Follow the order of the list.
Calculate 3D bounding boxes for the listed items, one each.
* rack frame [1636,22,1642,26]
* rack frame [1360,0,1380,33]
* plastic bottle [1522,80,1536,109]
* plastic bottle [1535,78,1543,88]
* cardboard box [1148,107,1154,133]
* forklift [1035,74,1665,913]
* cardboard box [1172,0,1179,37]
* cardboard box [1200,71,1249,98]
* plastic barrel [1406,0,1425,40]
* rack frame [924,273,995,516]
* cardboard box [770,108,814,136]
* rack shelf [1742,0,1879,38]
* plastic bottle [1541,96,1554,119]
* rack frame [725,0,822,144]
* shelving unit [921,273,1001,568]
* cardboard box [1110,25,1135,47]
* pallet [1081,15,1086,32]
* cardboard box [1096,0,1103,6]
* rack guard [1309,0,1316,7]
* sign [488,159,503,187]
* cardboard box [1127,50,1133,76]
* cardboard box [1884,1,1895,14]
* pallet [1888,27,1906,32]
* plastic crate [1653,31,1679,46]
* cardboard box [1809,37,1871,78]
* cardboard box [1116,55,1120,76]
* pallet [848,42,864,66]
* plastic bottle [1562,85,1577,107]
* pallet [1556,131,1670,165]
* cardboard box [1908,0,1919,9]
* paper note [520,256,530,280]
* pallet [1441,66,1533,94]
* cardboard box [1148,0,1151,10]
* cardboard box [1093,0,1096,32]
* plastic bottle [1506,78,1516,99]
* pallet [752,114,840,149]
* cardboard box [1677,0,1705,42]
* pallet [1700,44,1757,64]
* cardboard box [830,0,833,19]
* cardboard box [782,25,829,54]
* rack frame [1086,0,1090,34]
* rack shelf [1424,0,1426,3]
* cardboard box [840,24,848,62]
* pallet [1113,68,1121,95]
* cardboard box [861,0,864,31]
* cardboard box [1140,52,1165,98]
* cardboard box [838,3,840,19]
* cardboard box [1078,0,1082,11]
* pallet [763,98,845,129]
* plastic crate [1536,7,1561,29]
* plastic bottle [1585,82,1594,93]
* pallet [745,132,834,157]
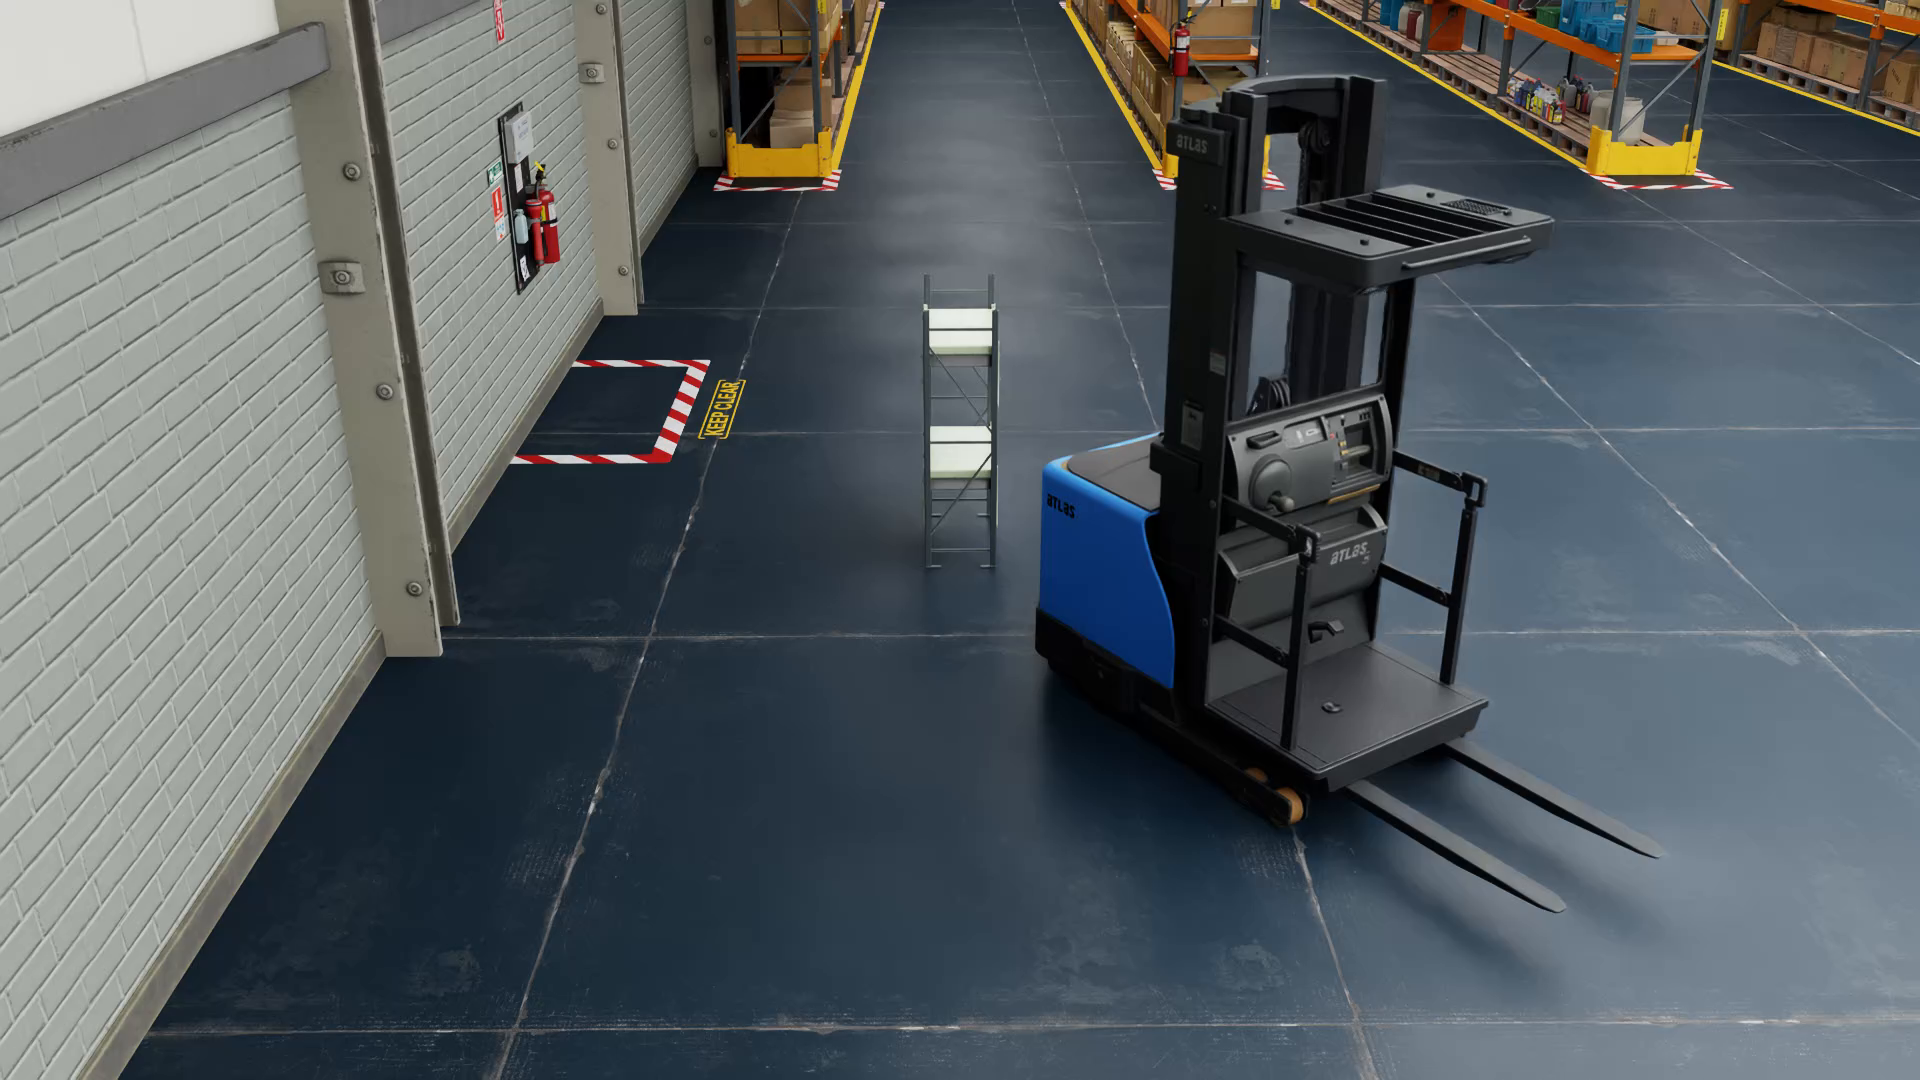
[{"bbox_3d":[12.674,-10.529,29.390,1.000,3.000,0.127,0,24,-1],"label":"rack frame"},{"bbox_3d":[7.721,-10.507,29.341,1.000,3.000,0.127,0,24,-1],"label":"rack frame"},{"bbox_3d":[7.404,-5.791,21.596,0.144,0.351,0.185,-1,24,-3],"label":"plastic bottle"},{"bbox_3d":[7.546,-5.870,21.769,0.144,0.351,0.185,0,24,-1],"label":"plastic bottle"},{"bbox_3d":[2.573,-5.111,20.238,0.500,0.250,0.500,0,24,-1],"label":"cardboard box"},{"bbox_3d":[1.627,-0.344,6.953,1.130,2.935,3.031,-16,29,-31],"label":"forklift"},{"bbox_3d":[2.896,-6.200,19.697,0.700,0.500,0.500,0,24,0],"label":"cardboard box"},{"bbox_3d":[3.108,-5.249,19.634,0.500,0.500,0.500,0,24,-1],"label":"cardboard box"},{"bbox_3d":[7.730,-8.618,27.581,0.600,0.588,0.708,0,24,-1],"label":"plastic barrel"},{"bbox_3d":[-0.004,-0.831,9.768,0.400,1.500,0.023,0,24,-1],"label":"rack frame"},{"bbox_3d":[-1.978,-5.013,19.923,0.500,0.311,0.500,2,24,4],"label":"cardboard box"},{"bbox_3d":[12.739,-7.729,24.072,1.077,0.370,4.000,0,24,-1],"label":"rack shelf"},{"bbox_3d":[7.417,-5.437,20.903,0.152,0.276,0.135,-1,24,-2],"label":"plastic bottle"},{"bbox_3d":[-2.055,-5.517,18.309,1.000,3.000,0.127,0,24,-1],"label":"rack frame"},{"bbox_3d":[0.000,-0.681,9.435,0.431,1.500,0.755,0,24,-1],"label":"shelving unit"},{"bbox_3d":[2.538,-7.598,25.056,0.500,0.311,0.500,-1,24,-2],"label":"cardboard box"},{"bbox_3d":[2.761,-9.498,30.495,1.003,0.211,1.213,0,24,-1],"label":"pallet"},{"bbox_3d":[2.546,-9.070,27.753,0.500,0.250,0.500,-1,24,-2],"label":"cardboard box"},{"bbox_3d":[7.664,-11.026,33.522,1.175,0.500,0.348,0,24,-1],"label":"rack guard"},{"bbox_3d":[-2.961,-2.342,10.603,0.001,0.109,0.331,0,24,-1],"label":"sign"},{"bbox_3d":[2.564,-6.549,22.737,0.500,0.311,0.500,0,24,-1],"label":"cardboard box"},{"bbox_3d":[12.462,-7.028,21.954,0.380,0.149,0.250,0,24,-1],"label":"cardboard box"},{"bbox_3d":[17.592,-9.516,30.533,1.003,0.211,1.213,0,24,-1],"label":"pallet"},{"bbox_3d":[8.164,-5.812,19.280,0.298,0.136,0.250,0,24,-1],"label":"plastic crate"},{"bbox_3d":[12.783,-6.974,24.030,0.700,0.500,0.500,-2,24,-5],"label":"cardboard box"},{"bbox_3d":[2.547,-6.926,24.252,0.500,0.250,0.500,0,24,1],"label":"cardboard box"},{"bbox_3d":[-2.075,-7.869,26.891,1.003,0.211,1.213,0,24,-1],"label":"pallet"},{"bbox_3d":[7.958,-5.815,21.739,0.152,0.276,0.135,0,24,-1],"label":"plastic bottle"},{"bbox_3d":[7.800,-4.657,19.791,1.003,0.211,1.213,0,24,-1],"label":"pallet"},{"bbox_3d":[12.674,-7.022,21.153,0.875,0.500,0.500,0,24,-1],"label":"cardboard box"},{"bbox_3d":[-2.940,-1.836,11.239,0.016,0.148,0.142,0,24,-1],"label":"paper note"},{"bbox_3d":[7.745,-6.767,24.456,1.003,0.211,1.213,0,24,-1],"label":"pallet"},{"bbox_3d":[2.806,-7.324,22.485,0.500,0.250,0.500,1,24,3],"label":"cardboard box"},{"bbox_3d":[2.544,-8.921,28.335,0.500,0.500,0.500,0,24,0],"label":"cardboard box"},{"bbox_3d":[7.373,-6.034,22.229,0.097,0.271,0.097,0,24,0],"label":"plastic bottle"},{"bbox_3d":[-2.039,-5.114,20.802,1.003,0.211,1.213,0,24,-1],"label":"pallet"},{"bbox_3d":[12.728,-8.756,27.538,1.225,0.875,0.875,0,24,0],"label":"cardboard box"},{"bbox_3d":[12.784,-7.935,27.039,1.003,0.211,1.213,0,24,-1],"label":"pallet"},{"bbox_3d":[-1.754,-6.414,19.540,0.500,0.500,0.500,-1,24,-2],"label":"cardboard box"},{"bbox_3d":[-1.742,-5.661,18.784,0.500,0.250,0.500,-1,24,-2],"label":"cardboard box"},{"bbox_3d":[2.768,-10.486,29.295,1.000,3.000,0.127,0,24,-1],"label":"rack frame"},{"bbox_3d":[7.743,-9.355,27.667,1.077,0.370,4.000,0,24,-1],"label":"rack shelf"},{"bbox_3d":[-2.082,-7.579,25.367,0.700,0.500,0.500,0,24,0],"label":"cardboard box"},{"bbox_3d":[2.792,-6.726,24.366,1.003,0.211,1.213,0,24,-1],"label":"pallet"},{"bbox_3d":[-2.036,-9.040,28.198,0.750,0.750,0.750,0,24,1],"label":"cardboard box"},{"bbox_3d":[2.558,-5.865,20.995,0.500,0.500,0.500,0,24,-1],"label":"cardboard box"},{"bbox_3d":[-1.793,-6.707,21.098,0.500,0.250,0.500,0,24,0],"label":"cardboard box"},{"bbox_3d":[2.470,-10.004,30.958,0.500,0.311,0.500,0,24,-1],"label":"cardboard box"},{"bbox_3d":[-2.056,-5.618,21.917,1.003,0.211,1.213,0,24,-1],"label":"pallet"},{"bbox_3d":[7.541,-6.553,20.856,0.450,0.188,0.662,0,24,-1],"label":"plastic crate"},{"bbox_3d":[8.109,-5.727,21.454,0.144,0.351,0.185,0,24,-1],"label":"plastic bottle"},{"bbox_3d":[-2.029,-4.613,19.693,1.003,0.211,1.213,0,24,-1],"label":"pallet"}]
